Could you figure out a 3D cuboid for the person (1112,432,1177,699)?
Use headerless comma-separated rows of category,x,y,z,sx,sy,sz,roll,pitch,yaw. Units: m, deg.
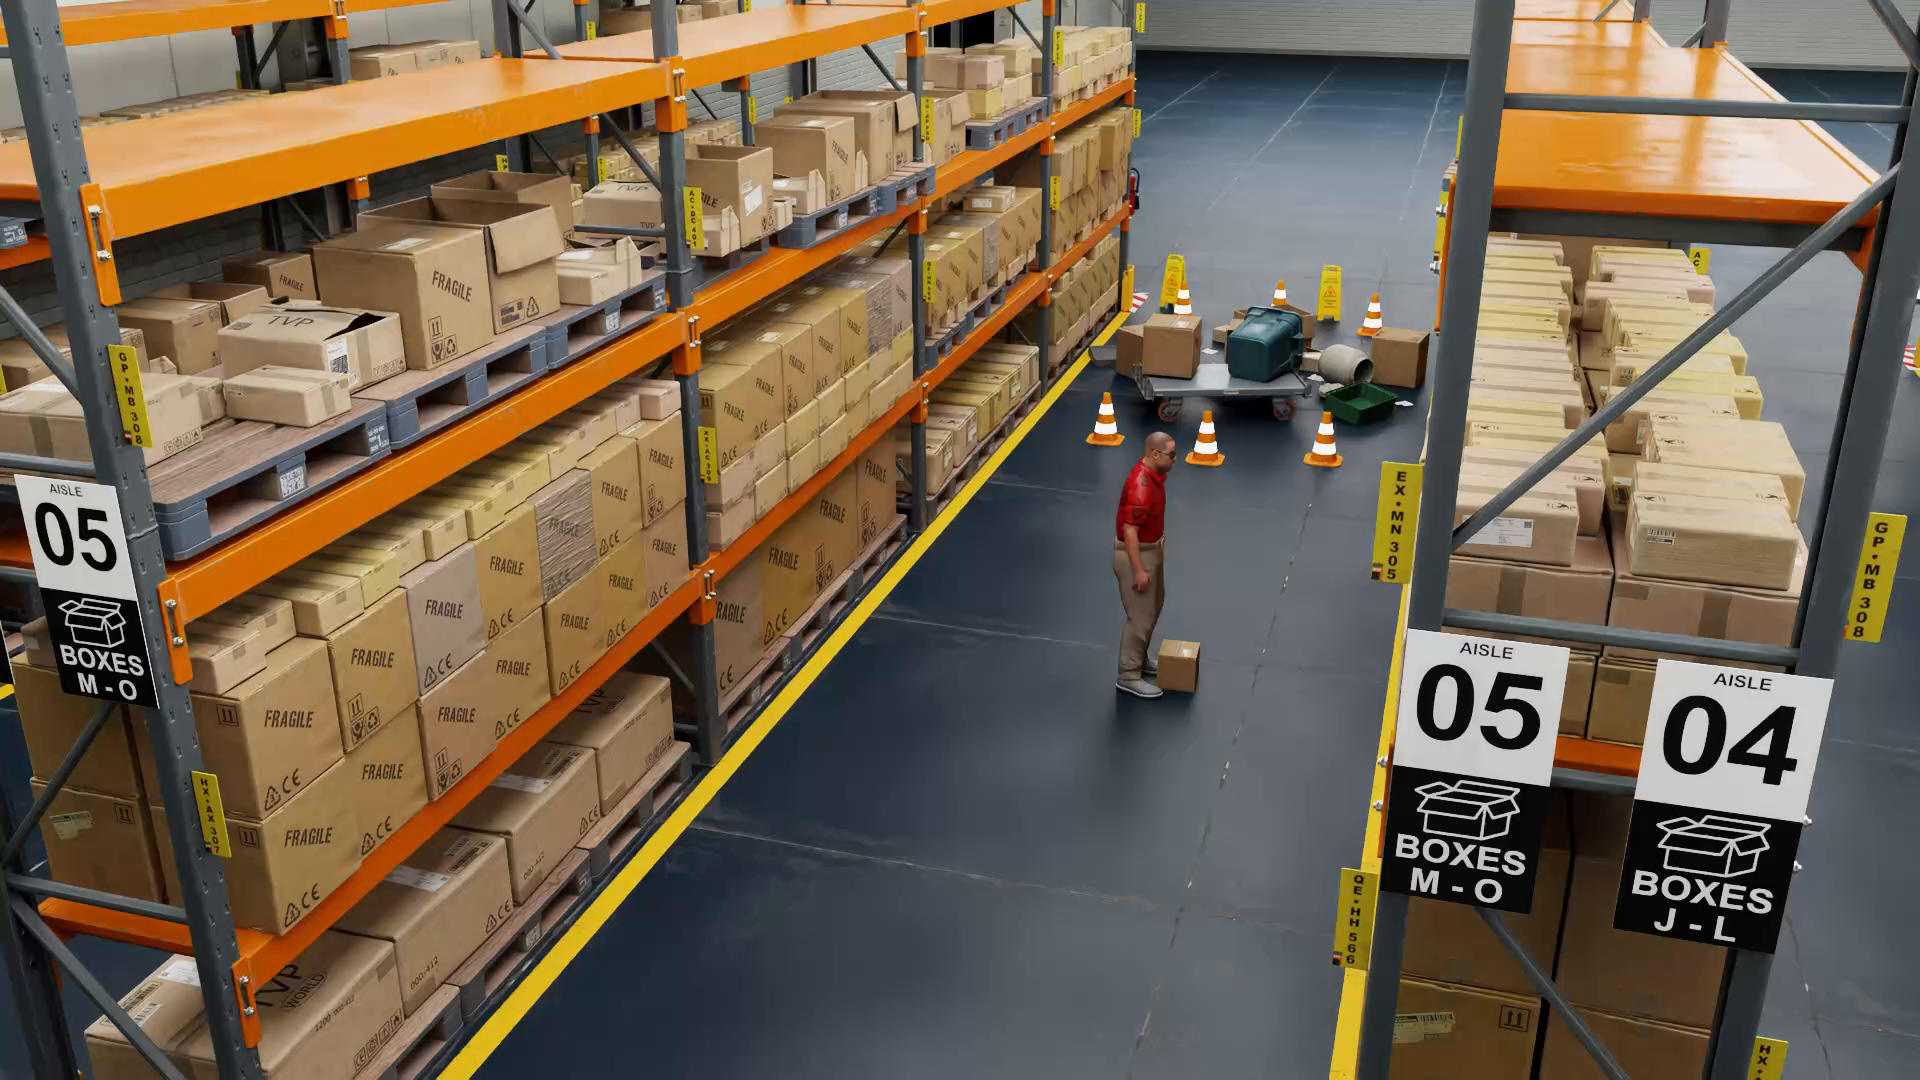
person,1.201,0.125,10.793,0.395,1.727,0.586,7,23,16
